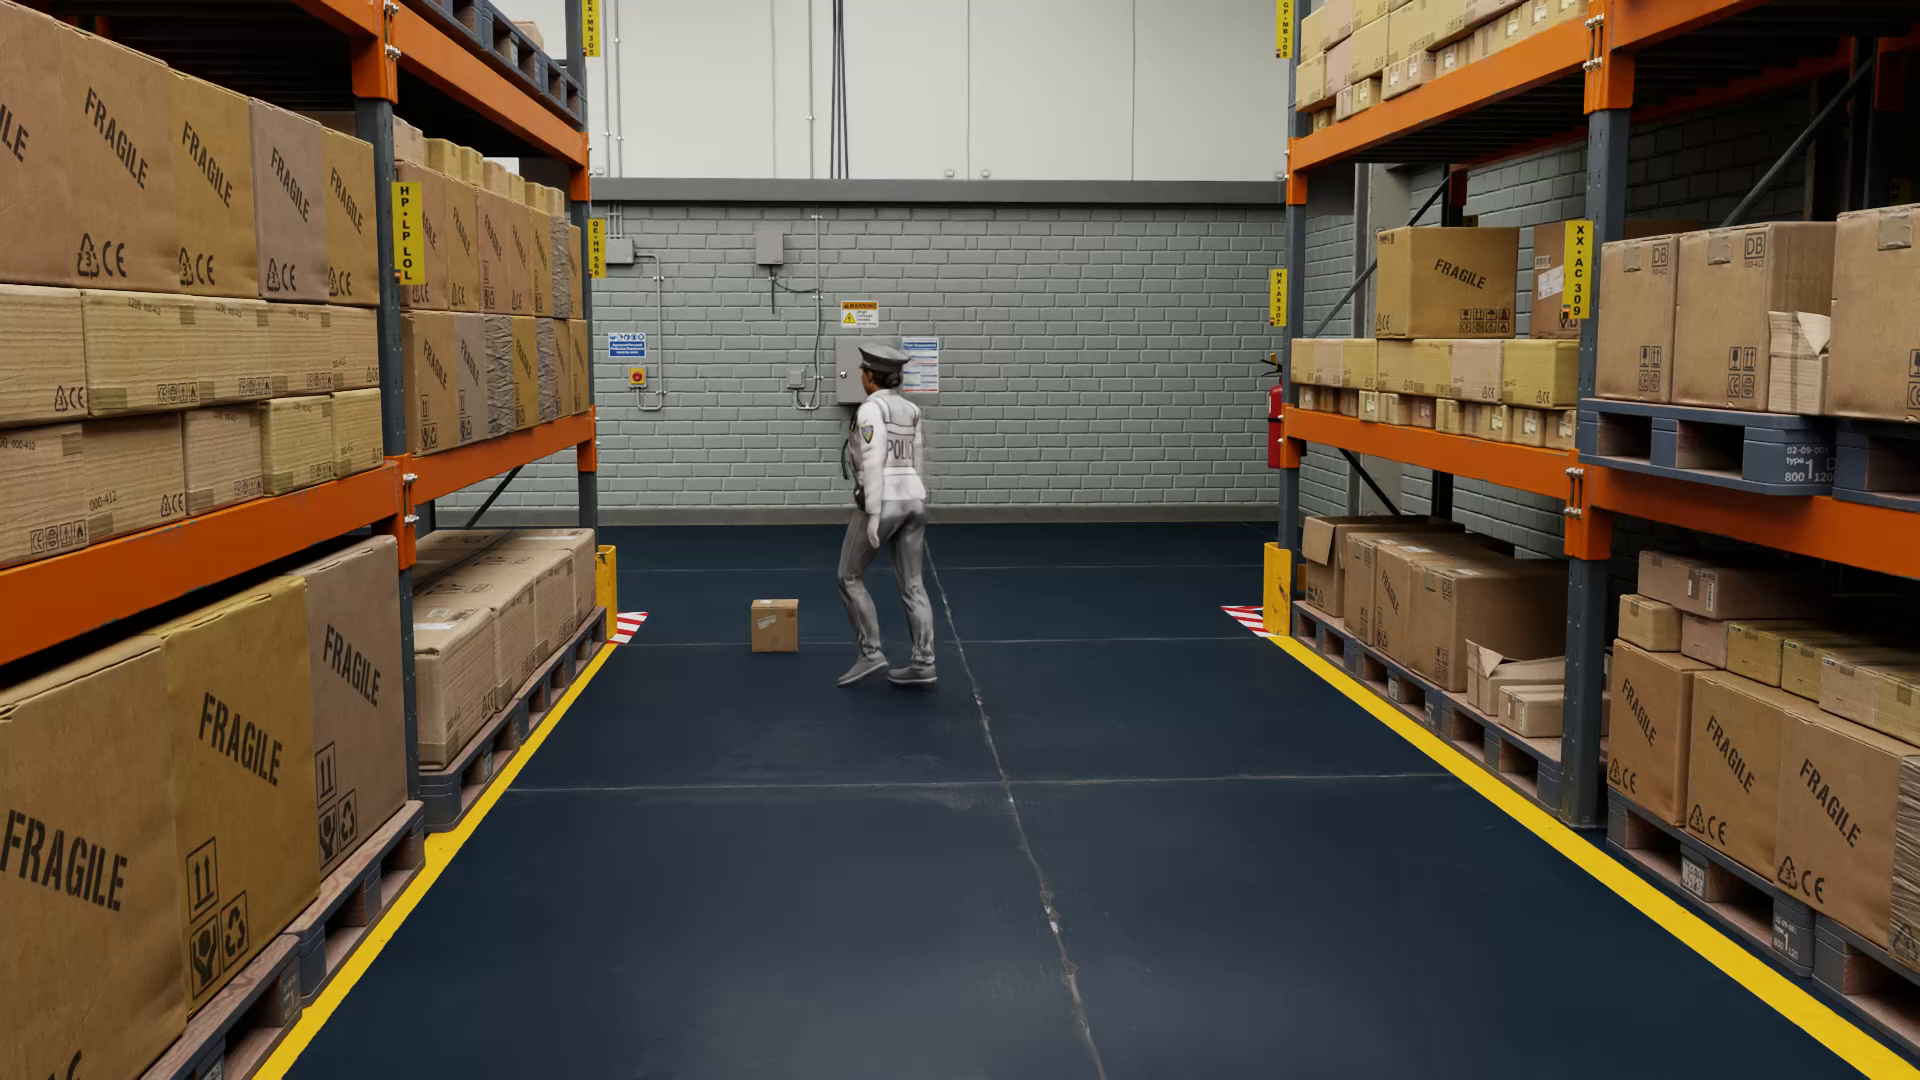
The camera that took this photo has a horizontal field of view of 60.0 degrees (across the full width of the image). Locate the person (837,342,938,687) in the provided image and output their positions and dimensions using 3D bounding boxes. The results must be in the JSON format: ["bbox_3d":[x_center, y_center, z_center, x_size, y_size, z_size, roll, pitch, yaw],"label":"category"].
[{"bbox_3d":[-0.318,-0.114,8.113,0.512,1.691,0.520,6,9,39],"label":"person"}]
